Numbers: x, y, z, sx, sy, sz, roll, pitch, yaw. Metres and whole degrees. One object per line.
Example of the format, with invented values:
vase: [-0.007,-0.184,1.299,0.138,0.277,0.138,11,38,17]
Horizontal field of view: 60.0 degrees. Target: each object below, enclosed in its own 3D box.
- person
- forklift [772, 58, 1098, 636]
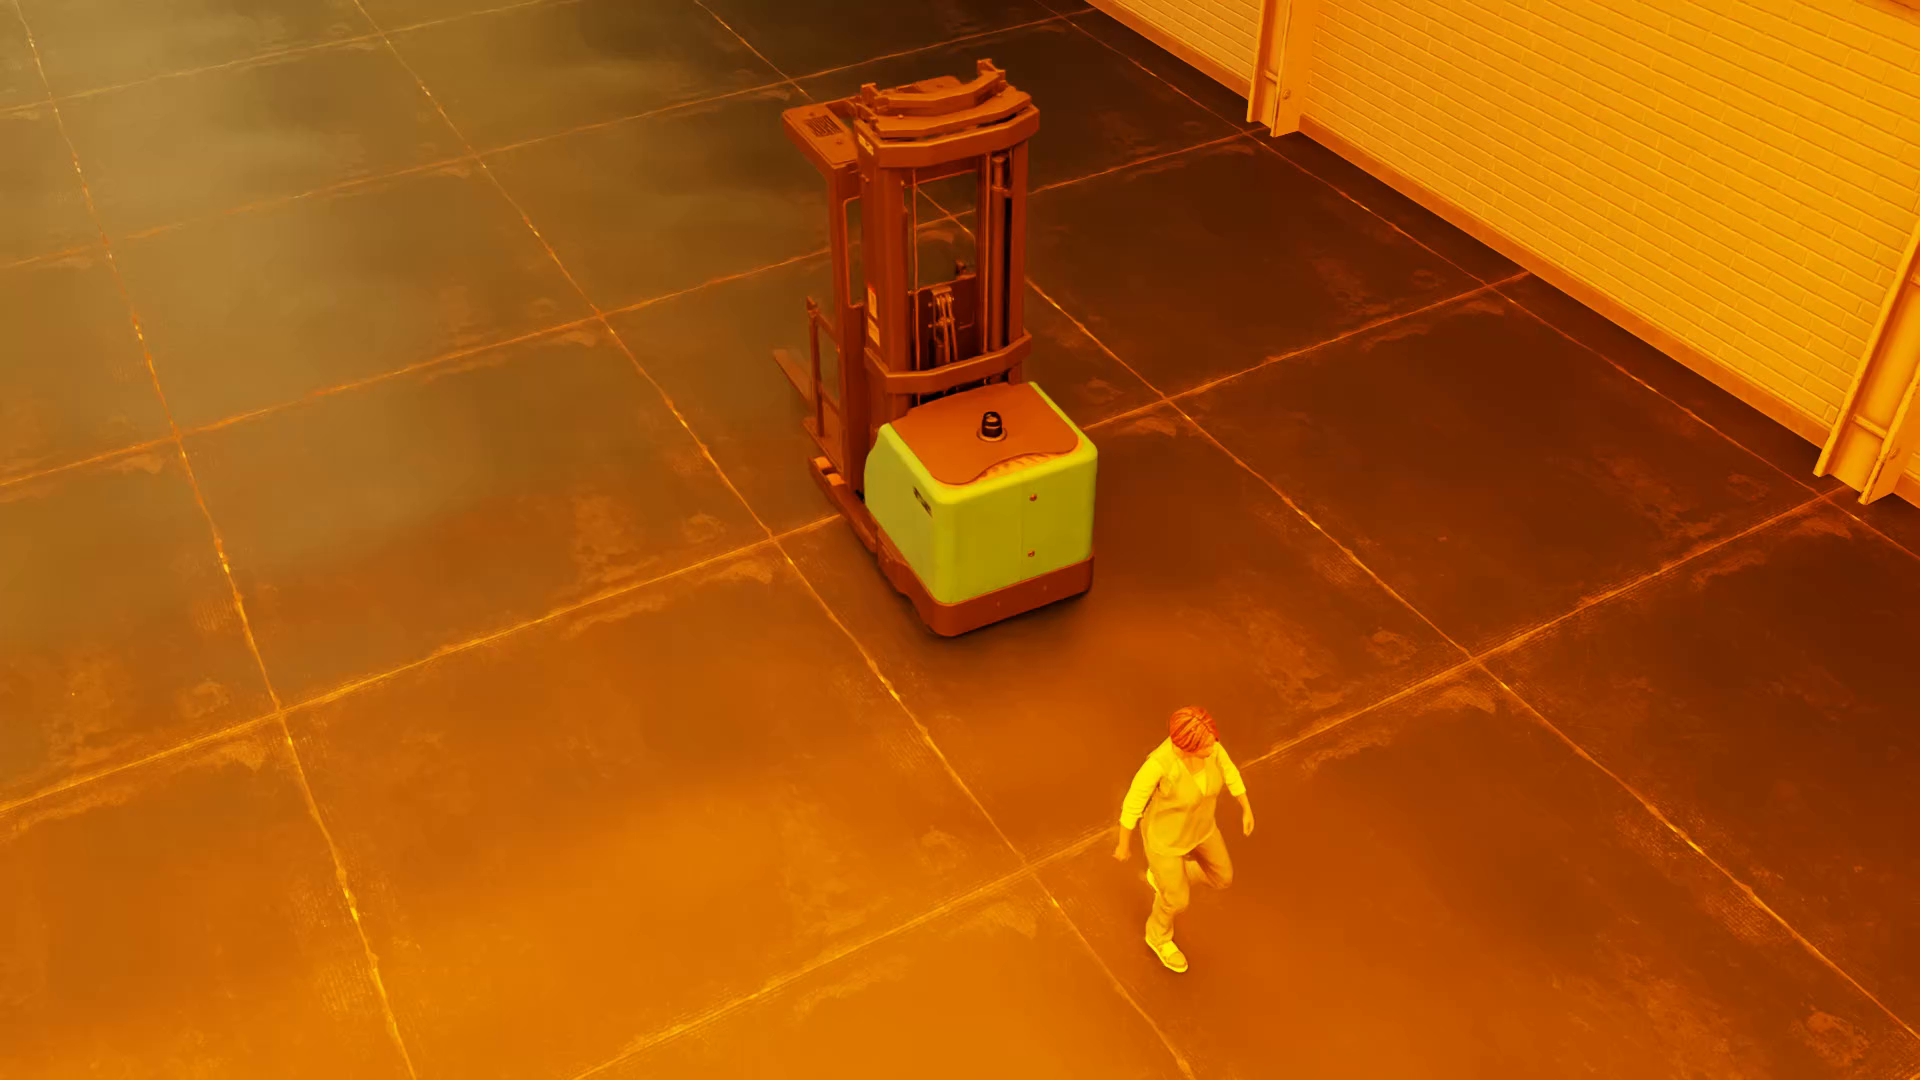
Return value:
person: [0.985,1.308,7.523,0.600,1.578,0.444,-28,47,-29]
forklift: [-0.326,-1.508,9.855,1.130,2.935,3.031,-18,43,-20]
